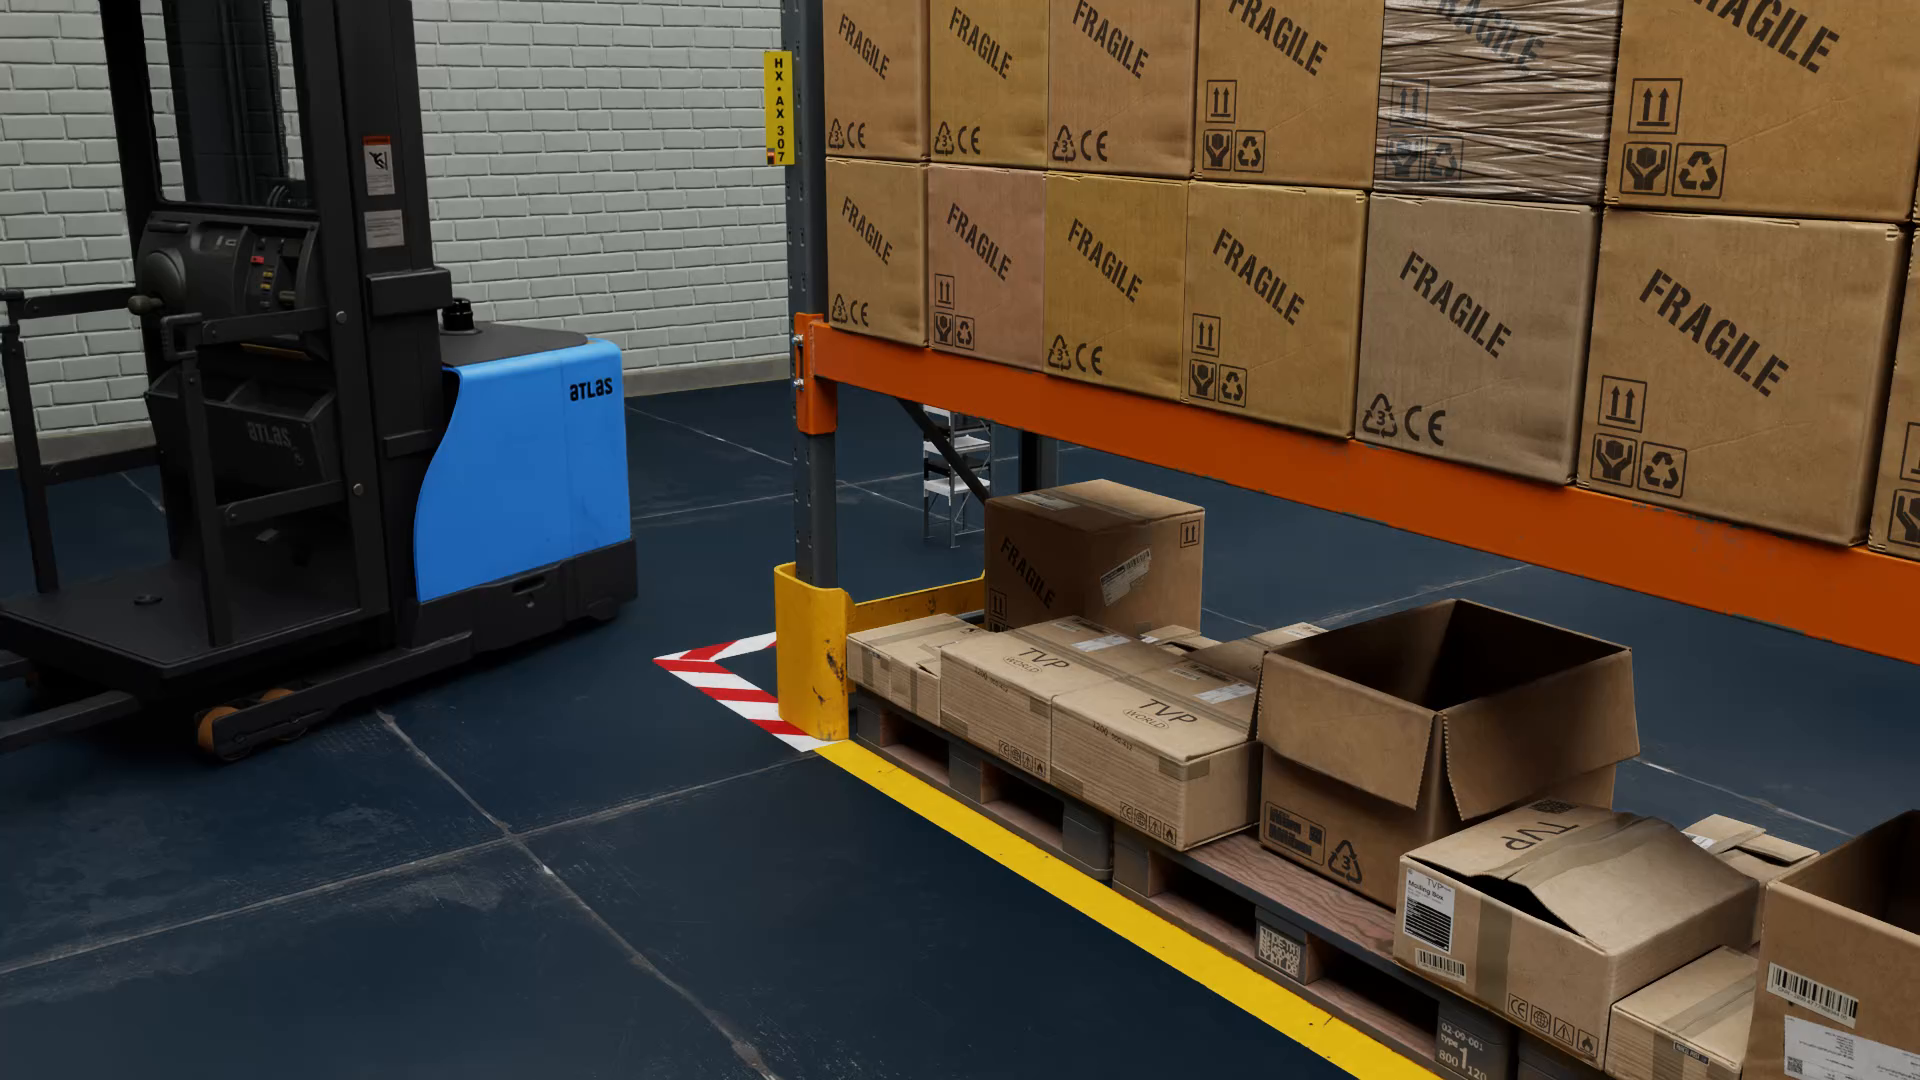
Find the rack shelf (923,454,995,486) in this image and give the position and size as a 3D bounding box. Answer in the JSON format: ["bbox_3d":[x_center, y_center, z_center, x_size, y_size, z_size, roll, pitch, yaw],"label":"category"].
[{"bbox_3d":[-0.005,-0.317,7.496,0.258,0.077,0.200,-11,19,-35],"label":"rack shelf"}]

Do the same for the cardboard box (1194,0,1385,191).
[{"bbox_3d":[0.856,-1.015,3.520,0.500,0.500,0.500,-11,19,-35],"label":"cardboard box"}]

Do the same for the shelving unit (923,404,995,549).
[{"bbox_3d":[-0.005,-0.436,7.464,0.258,0.900,0.210,-11,19,-35],"label":"shelving unit"}]

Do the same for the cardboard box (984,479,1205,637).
[{"bbox_3d":[0.425,0.125,5.341,0.500,0.500,0.500,-11,19,-35],"label":"cardboard box"}]

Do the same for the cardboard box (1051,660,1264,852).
[{"bbox_3d":[0.584,0.541,4.293,0.500,0.250,0.500,-11,19,-35],"label":"cardboard box"}]

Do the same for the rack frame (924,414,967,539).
[{"bbox_3d":[-0.065,-0.457,7.543,0.240,0.900,0.006,-11,19,-35],"label":"rack frame"}]

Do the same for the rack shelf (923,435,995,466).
[{"bbox_3d":[-0.005,-0.404,7.472,0.258,0.077,0.200,-11,19,-35],"label":"rack shelf"}]

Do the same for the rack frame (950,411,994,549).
[{"bbox_3d":[0.055,-0.414,7.384,0.240,0.900,0.006,-11,19,-35],"label":"rack frame"}]

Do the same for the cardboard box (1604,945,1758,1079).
[{"bbox_3d":[1.424,0.922,3.093,0.380,0.149,0.250,-11,19,-35],"label":"cardboard box"}]

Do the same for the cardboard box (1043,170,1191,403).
[{"bbox_3d":[0.554,-0.642,4.052,0.500,0.500,0.500,-11,19,-35],"label":"cardboard box"}]

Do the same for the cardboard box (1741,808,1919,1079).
[{"bbox_3d":[1.693,0.823,2.788,0.500,0.500,0.500,-11,19,-35],"label":"cardboard box"}]

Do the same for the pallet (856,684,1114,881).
[{"bbox_3d":[0.420,0.585,5.041,1.003,0.211,1.213,-11,19,-35],"label":"pallet"}]

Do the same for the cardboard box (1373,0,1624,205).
[{"bbox_3d":[1.151,-0.908,3.127,0.500,0.500,0.500,-11,19,-34],"label":"cardboard box"}]

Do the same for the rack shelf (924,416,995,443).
[{"bbox_3d":[-0.005,-0.490,7.449,0.258,0.077,0.200,-11,19,-35],"label":"rack shelf"}]

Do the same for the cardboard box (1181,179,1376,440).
[{"bbox_3d":[0.846,-0.535,3.661,0.500,0.500,0.500,-11,19,-34],"label":"cardboard box"}]

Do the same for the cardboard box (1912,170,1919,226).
[{"bbox_3d":[1.751,-0.691,2.335,0.500,0.500,0.500,-11,19,-34],"label":"cardboard box"}]

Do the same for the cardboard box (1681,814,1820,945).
[{"bbox_3d":[1.669,0.755,3.668,0.380,0.166,0.250,-11,19,-35],"label":"cardboard box"}]

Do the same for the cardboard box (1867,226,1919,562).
[{"bbox_3d":[1.756,-0.208,2.464,0.500,0.500,0.500,-10,18,-34],"label":"cardboard box"}]

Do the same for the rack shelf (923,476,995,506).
[{"bbox_3d":[-0.005,-0.230,7.520,0.258,0.077,0.200,-11,19,-35],"label":"rack shelf"}]

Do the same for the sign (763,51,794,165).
[{"bbox_3d":[-0.533,-1.280,4.931,0.100,0.325,0.005,-11,19,-35],"label":"sign"}]

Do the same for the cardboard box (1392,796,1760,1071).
[{"bbox_3d":[1.252,0.754,3.398,0.500,0.311,0.500,-11,19,-35],"label":"cardboard box"}]

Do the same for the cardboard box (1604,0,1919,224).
[{"bbox_3d":[1.447,-0.800,2.733,0.500,0.500,0.500,-11,19,-36],"label":"cardboard box"}]

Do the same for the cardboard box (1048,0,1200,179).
[{"bbox_3d":[0.557,-1.124,3.916,0.500,0.500,0.500,-11,19,-34],"label":"cardboard box"}]

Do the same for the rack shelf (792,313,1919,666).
[{"bbox_3d":[1.082,-0.173,3.888,1.077,0.370,4.000,-11,19,-35],"label":"rack shelf"}]

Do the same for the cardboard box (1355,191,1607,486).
[{"bbox_3d":[1.148,-0.427,3.265,0.500,0.500,0.500,-10,18,-33],"label":"cardboard box"}]

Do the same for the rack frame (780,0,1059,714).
[{"bbox_3d":[-0.094,-0.947,5.353,1.000,3.000,0.127,-11,19,-35],"label":"rack frame"}]

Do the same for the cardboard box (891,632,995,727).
[{"bbox_3d":[0.021,0.404,4.953,0.380,0.166,0.250,-11,19,-35],"label":"cardboard box"}]

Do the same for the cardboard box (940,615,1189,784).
[{"bbox_3d":[0.290,0.434,4.683,0.500,0.250,0.500,-11,19,-35],"label":"cardboard box"}]

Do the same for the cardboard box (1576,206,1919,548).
[{"bbox_3d":[1.452,-0.318,2.865,0.500,0.500,0.500,-10,18,-33],"label":"cardboard box"}]

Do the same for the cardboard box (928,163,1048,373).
[{"bbox_3d":[0.261,-0.750,4.445,0.500,0.500,0.500,-11,19,-35],"label":"cardboard box"}]

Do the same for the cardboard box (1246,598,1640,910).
[{"bbox_3d":[1.149,0.499,3.967,0.797,0.503,0.637,-11,19,-35],"label":"cardboard box"}]

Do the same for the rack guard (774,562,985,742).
[{"bbox_3d":[-0.050,0.275,5.624,1.175,0.500,0.348,-11,19,-35],"label":"rack guard"}]

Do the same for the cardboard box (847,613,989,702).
[{"bbox_3d":[-0.126,0.359,5.150,0.380,0.149,0.250,-11,19,-35],"label":"cardboard box"}]

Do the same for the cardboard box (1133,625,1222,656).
[{"bbox_3d":[0.590,0.386,5.018,0.380,0.166,0.250,-11,19,-35],"label":"cardboard box"}]

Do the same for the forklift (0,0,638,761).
[{"bbox_3d":[-2.501,-0.878,5.233,1.130,2.935,3.031,10,18,33],"label":"forklift"}]

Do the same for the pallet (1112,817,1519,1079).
[{"bbox_3d":[1.133,0.845,4.090,1.003,0.211,1.213,-11,19,-35],"label":"pallet"}]

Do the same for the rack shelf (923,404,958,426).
[{"bbox_3d":[-0.005,-0.577,7.425,0.258,0.077,0.200,-11,19,-35],"label":"rack shelf"}]

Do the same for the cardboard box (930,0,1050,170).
[{"bbox_3d":[0.267,-1.231,4.309,0.500,0.500,0.500,-11,19,-34],"label":"cardboard box"}]

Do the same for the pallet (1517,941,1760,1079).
[{"bbox_3d":[1.855,1.106,3.137,1.003,0.211,1.213,-11,19,-35],"label":"pallet"}]

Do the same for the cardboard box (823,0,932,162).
[{"bbox_3d":[-0.047,-1.342,4.713,0.500,0.500,0.500,-10,18,-33],"label":"cardboard box"}]

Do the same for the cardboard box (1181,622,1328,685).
[{"bbox_3d":[0.959,0.453,4.616,0.500,0.250,0.500,-11,19,-35],"label":"cardboard box"}]

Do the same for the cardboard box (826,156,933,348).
[{"bbox_3d":[-0.047,-0.859,4.845,0.500,0.500,0.500,-10,18,-33],"label":"cardboard box"}]
